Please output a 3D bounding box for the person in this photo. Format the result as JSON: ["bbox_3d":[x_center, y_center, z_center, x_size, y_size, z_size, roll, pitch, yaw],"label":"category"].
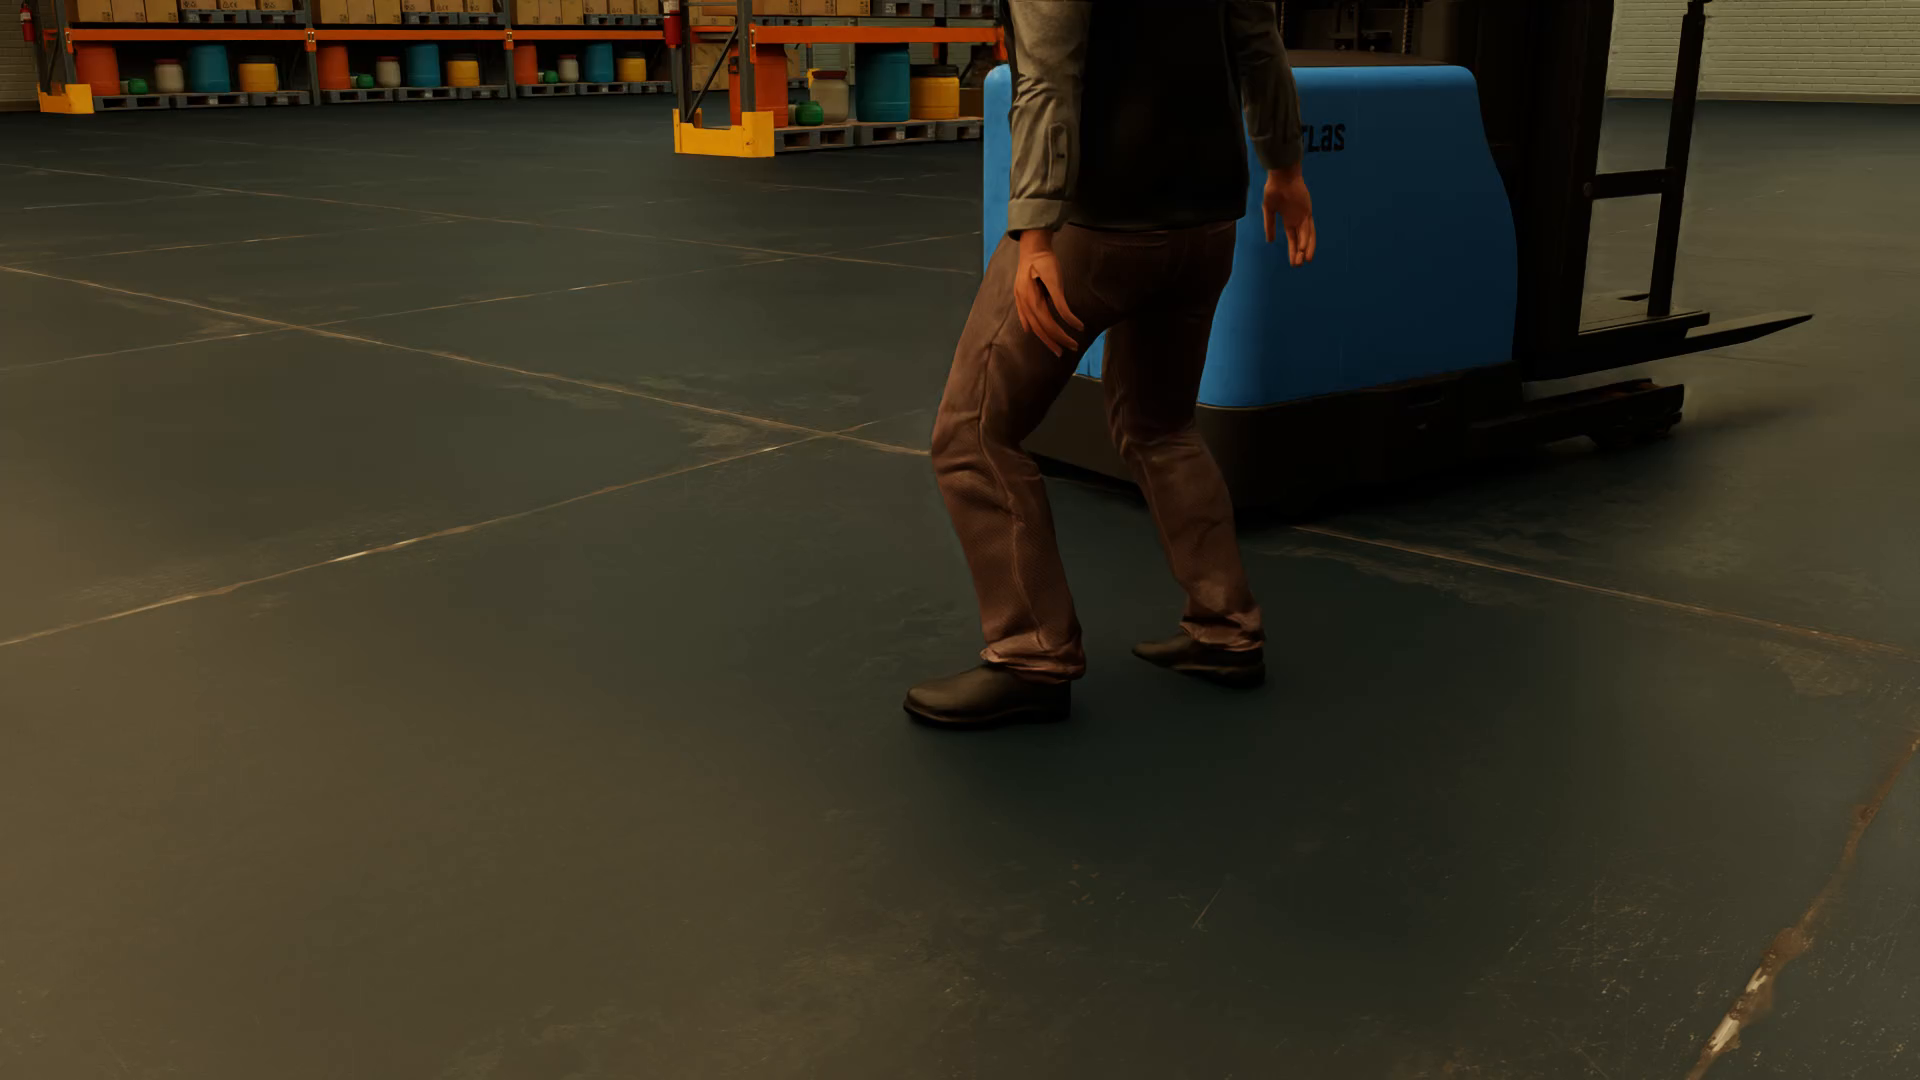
[{"bbox_3d":[0.299,-0.528,2.861,0.870,1.694,0.418,-14,22,-39],"label":"person"}]

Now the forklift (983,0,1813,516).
[{"bbox_3d":[1.532,-1.782,4.765,3.031,2.935,1.130,-12,21,-35],"label":"forklift"}]
